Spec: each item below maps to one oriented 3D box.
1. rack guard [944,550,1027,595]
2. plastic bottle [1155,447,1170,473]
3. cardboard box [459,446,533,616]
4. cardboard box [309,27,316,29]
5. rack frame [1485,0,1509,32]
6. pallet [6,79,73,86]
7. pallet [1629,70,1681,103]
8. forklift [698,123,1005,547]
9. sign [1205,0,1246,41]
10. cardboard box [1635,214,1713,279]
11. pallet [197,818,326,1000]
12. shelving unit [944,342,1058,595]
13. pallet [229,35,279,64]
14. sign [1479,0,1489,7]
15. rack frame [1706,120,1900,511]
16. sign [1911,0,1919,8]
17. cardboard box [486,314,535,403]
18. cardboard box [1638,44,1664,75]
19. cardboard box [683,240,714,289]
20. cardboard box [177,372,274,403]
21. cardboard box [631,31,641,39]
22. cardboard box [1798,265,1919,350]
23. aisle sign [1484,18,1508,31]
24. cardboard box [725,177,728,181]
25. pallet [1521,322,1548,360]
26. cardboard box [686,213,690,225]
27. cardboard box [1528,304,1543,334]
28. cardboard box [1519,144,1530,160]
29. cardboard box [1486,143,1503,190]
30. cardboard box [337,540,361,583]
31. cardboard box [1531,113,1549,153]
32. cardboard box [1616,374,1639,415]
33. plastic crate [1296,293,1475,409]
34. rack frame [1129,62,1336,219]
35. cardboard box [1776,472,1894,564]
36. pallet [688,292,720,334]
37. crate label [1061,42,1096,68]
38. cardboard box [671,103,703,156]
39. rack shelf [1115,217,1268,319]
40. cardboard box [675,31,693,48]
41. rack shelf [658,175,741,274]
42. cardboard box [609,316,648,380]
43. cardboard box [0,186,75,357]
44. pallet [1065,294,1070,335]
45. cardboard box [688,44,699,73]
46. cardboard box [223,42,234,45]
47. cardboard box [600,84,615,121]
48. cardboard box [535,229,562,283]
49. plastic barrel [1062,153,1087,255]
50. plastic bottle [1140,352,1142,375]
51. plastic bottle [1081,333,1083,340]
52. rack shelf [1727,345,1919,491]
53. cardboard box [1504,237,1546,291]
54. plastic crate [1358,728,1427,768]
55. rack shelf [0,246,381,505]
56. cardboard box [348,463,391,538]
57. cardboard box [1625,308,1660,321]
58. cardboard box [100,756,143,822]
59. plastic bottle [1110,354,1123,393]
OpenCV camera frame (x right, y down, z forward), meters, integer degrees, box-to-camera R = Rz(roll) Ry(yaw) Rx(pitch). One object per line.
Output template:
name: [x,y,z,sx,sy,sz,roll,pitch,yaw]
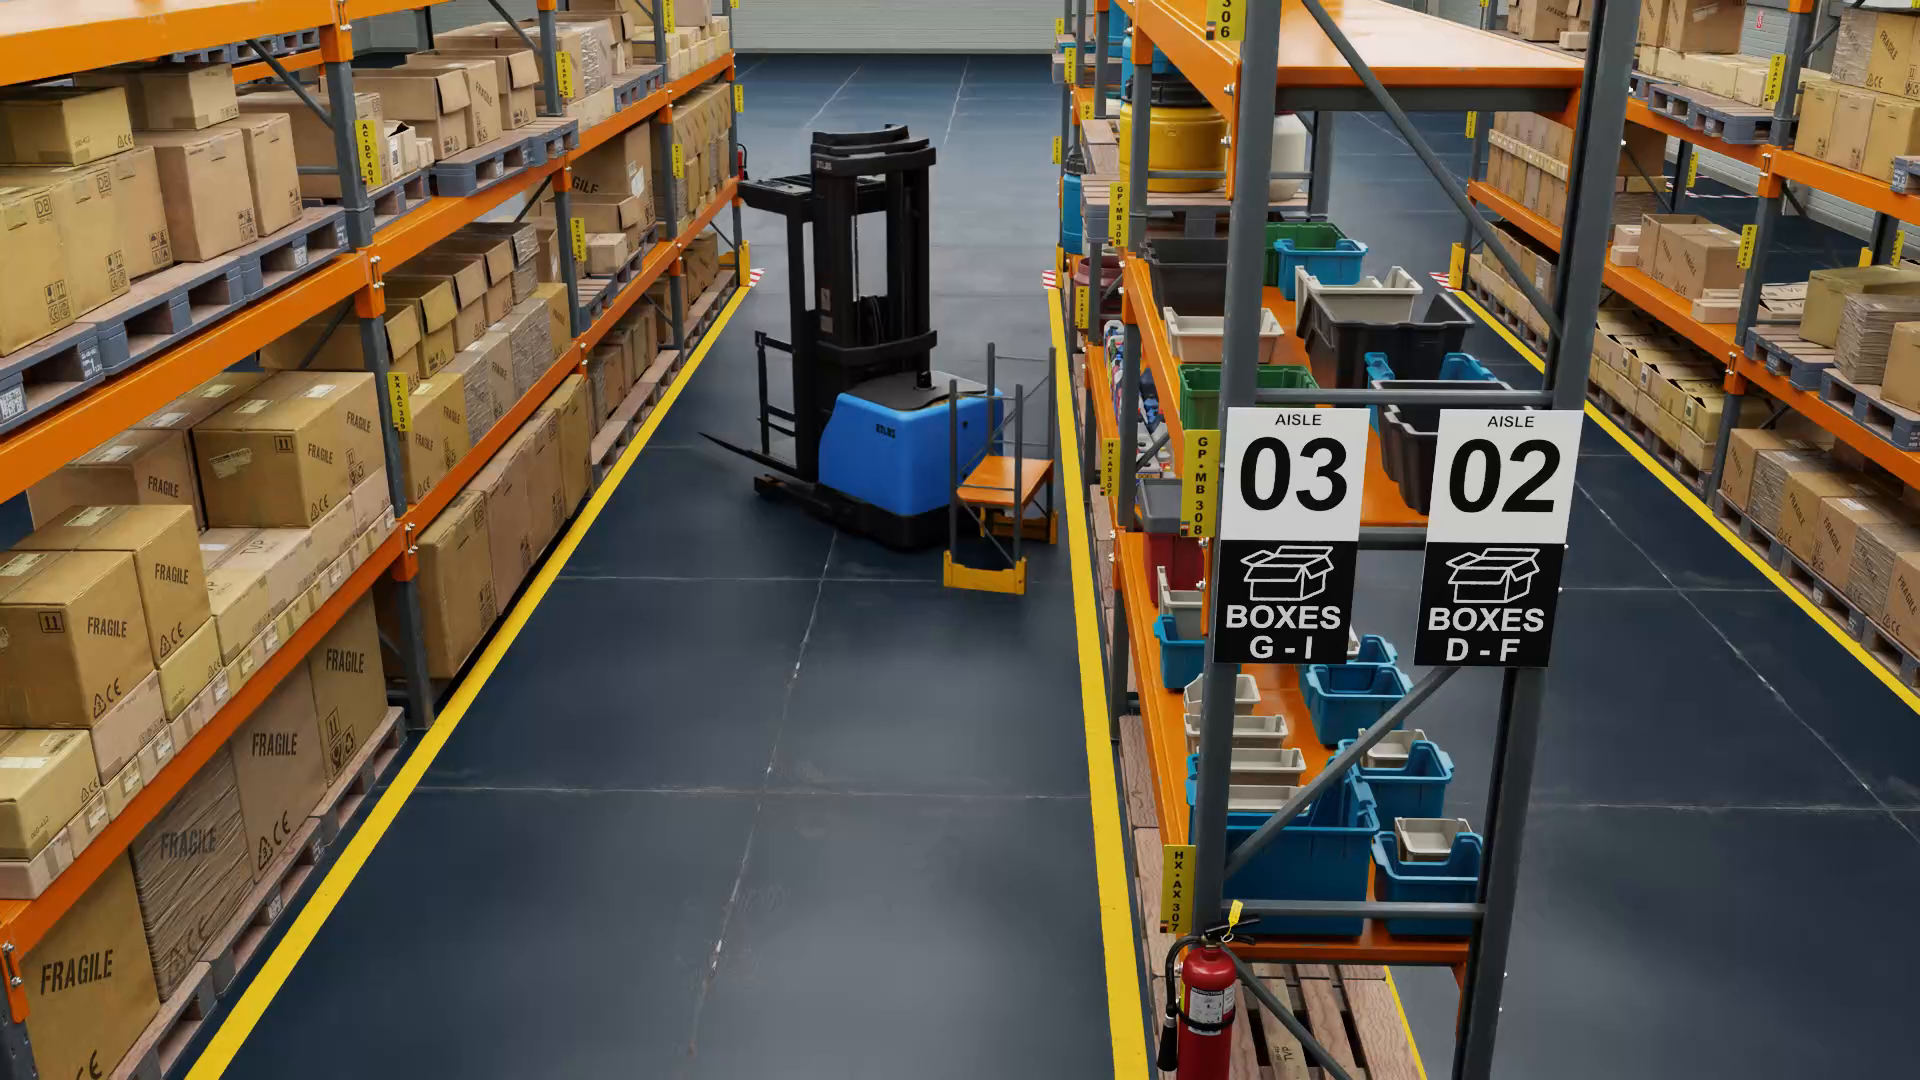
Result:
rack guard: [0.174,0.227,11.598,0.587,0.250,0.087,6,22,15]
plastic bottle: [1.190,-0.448,9.812,0.097,0.201,0.097,0,21,0]
cardboard box: [-3.560,-0.072,10.924,1.225,0.875,0.875,0,21,0]
cardboard box: [-7.847,-6.142,19.692,0.380,0.149,0.250,1,21,2]
rack frame: [6.680,-7.337,18.999,1.000,3.000,0.127,1,21,2]
pallet: [-8.422,-3.797,14.283,1.003,0.211,1.213,2,21,4]
pallet: [6.545,-4.084,15.026,0.805,0.209,1.217,0,21,-1]
forklift: [-1.007,-1.769,13.037,1.130,2.935,3.031,-18,27,-38]
sign: [0.692,-1.458,4.292,0.100,0.325,0.005,1,21,2]
cardboard box: [6.503,-2.673,15.132,0.500,0.500,0.500,2,21,6]
pallet: [-3.722,1.705,7.844,1.003,0.211,1.213,1,21,2]
shelving unit: [0.308,-0.529,11.820,0.587,1.500,1.083,6,22,15]
pallet: [-8.222,-5.388,18.245,1.003,0.211,1.213,1,21,2]
sign: [6.126,-6.391,19.390,0.100,0.325,0.005,1,21,2]
rack frame: [6.437,-1.648,12.629,1.000,3.000,0.127,1,21,2]
sign: [11.090,-6.299,19.261,0.100,0.325,0.005,1,21,2]
cardboard box: [-3.265,-1.256,11.480,0.500,0.500,0.500,0,21,0]
cardboard box: [6.530,-4.396,15.191,0.500,0.250,0.500,3,21,7]
cardboard box: [-3.241,-3.239,19.605,0.500,0.500,0.500,6,22,16]
cardboard box: [-3.856,-0.560,8.585,0.500,0.500,0.500,1,21,2]
cardboard box: [-3.537,-5.219,17.343,0.380,0.149,0.250,1,21,4]
cardboard box: [6.531,-1.661,11.945,0.700,0.500,0.500,-7,22,-16]
aisle sign: [6.376,-5.779,19.683,0.394,0.787,0.004,1,21,2]
cardboard box: [-3.024,-4.428,20.142,0.380,0.149,0.250,1,21,2]
pallet: [6.625,-2.081,17.601,1.003,0.211,1.213,1,21,2]
cardboard box: [-3.035,-3.343,17.344,0.380,0.149,0.250,1,21,2]
cardboard box: [6.379,-2.359,17.682,0.500,0.250,0.500,1,21,2]
cardboard box: [6.416,-4.284,18.389,0.380,0.149,0.250,0,21,1]
cardboard box: [6.653,-4.418,19.631,0.700,0.500,0.500,1,21,2]
cardboard box: [-3.284,0.105,8.459,0.380,0.149,0.250,0,21,1]
cardboard box: [6.612,-4.450,17.920,0.700,0.500,0.500,1,21,2]
cardboard box: [6.253,-1.309,14.976,0.500,0.250,0.500,1,21,3]
plastic crate: [1.564,-0.730,6.203,0.504,0.338,0.767,1,21,2]
rack frame: [1.364,-3.054,7.960,1.000,3.000,0.127,1,21,2]
cardboard box: [6.107,-0.155,11.630,0.500,0.500,0.500,0,21,1]
pallet: [-3.323,-2.590,18.912,1.003,0.211,1.213,1,21,2]
crate label: [1.342,-5.252,17.977,0.502,0.251,0.408,1,21,2]
cardboard box: [-3.046,-4.377,17.732,0.500,0.500,0.500,1,21,2]
rack shelf: [1.425,-2.044,10.497,1.077,0.370,4.000,1,21,2]
cardboard box: [-2.996,-5.212,17.325,0.380,0.149,0.250,0,21,1]
rack shelf: [-3.282,-3.592,18.635,1.077,0.370,4.000,1,21,2]
cardboard box: [-3.416,-1.850,15.998,0.700,0.500,0.500,1,21,1]
cardboard box: [-3.608,-0.944,5.811,0.700,0.500,0.500,0,21,0]
pallet: [1.704,-2.534,18.769,1.003,0.211,1.213,1,21,2]
cardboard box: [-3.036,-5.064,17.493,0.500,0.250,0.500,0,21,-1]
cardboard box: [-7.918,-5.315,17.562,0.380,0.149,0.250,0,21,1]
cardboard box: [-3.174,-3.625,13.786,0.500,0.250,0.500,1,21,3]
cardboard box: [-3.488,-2.196,13.324,0.500,0.500,0.500,-2,21,-5]
plastic barrel: [1.293,-3.247,16.058,0.600,0.901,0.708,1,21,2]
plastic bottle: [1.261,-1.296,11.997,0.097,0.201,0.097,0,21,0]
plastic bottle: [1.307,-2.185,17.274,0.097,0.201,0.097,0,21,0]
rack shelf: [6.376,-0.589,10.895,1.077,0.370,4.000,1,21,2]
cardboard box: [6.393,-3.070,18.478,0.500,0.500,0.500,1,21,2]
plastic crate: [1.692,0.838,6.504,0.250,0.136,0.298,1,21,2]
rack shelf: [-3.647,-0.652,6.910,1.077,0.370,4.000,1,21,2]
cardboard box: [-3.337,-0.218,8.740,0.500,0.250,0.500,0,21,1]
cardboard box: [6.833,-2.120,16.291,0.500,0.311,0.500,1,21,2]
cardboard box: [-3.353,0.941,6.303,0.380,0.149,0.250,0,21,0]
plastic bottle: [1.094,-1.150,11.524,0.097,0.271,0.097,0,21,0]
